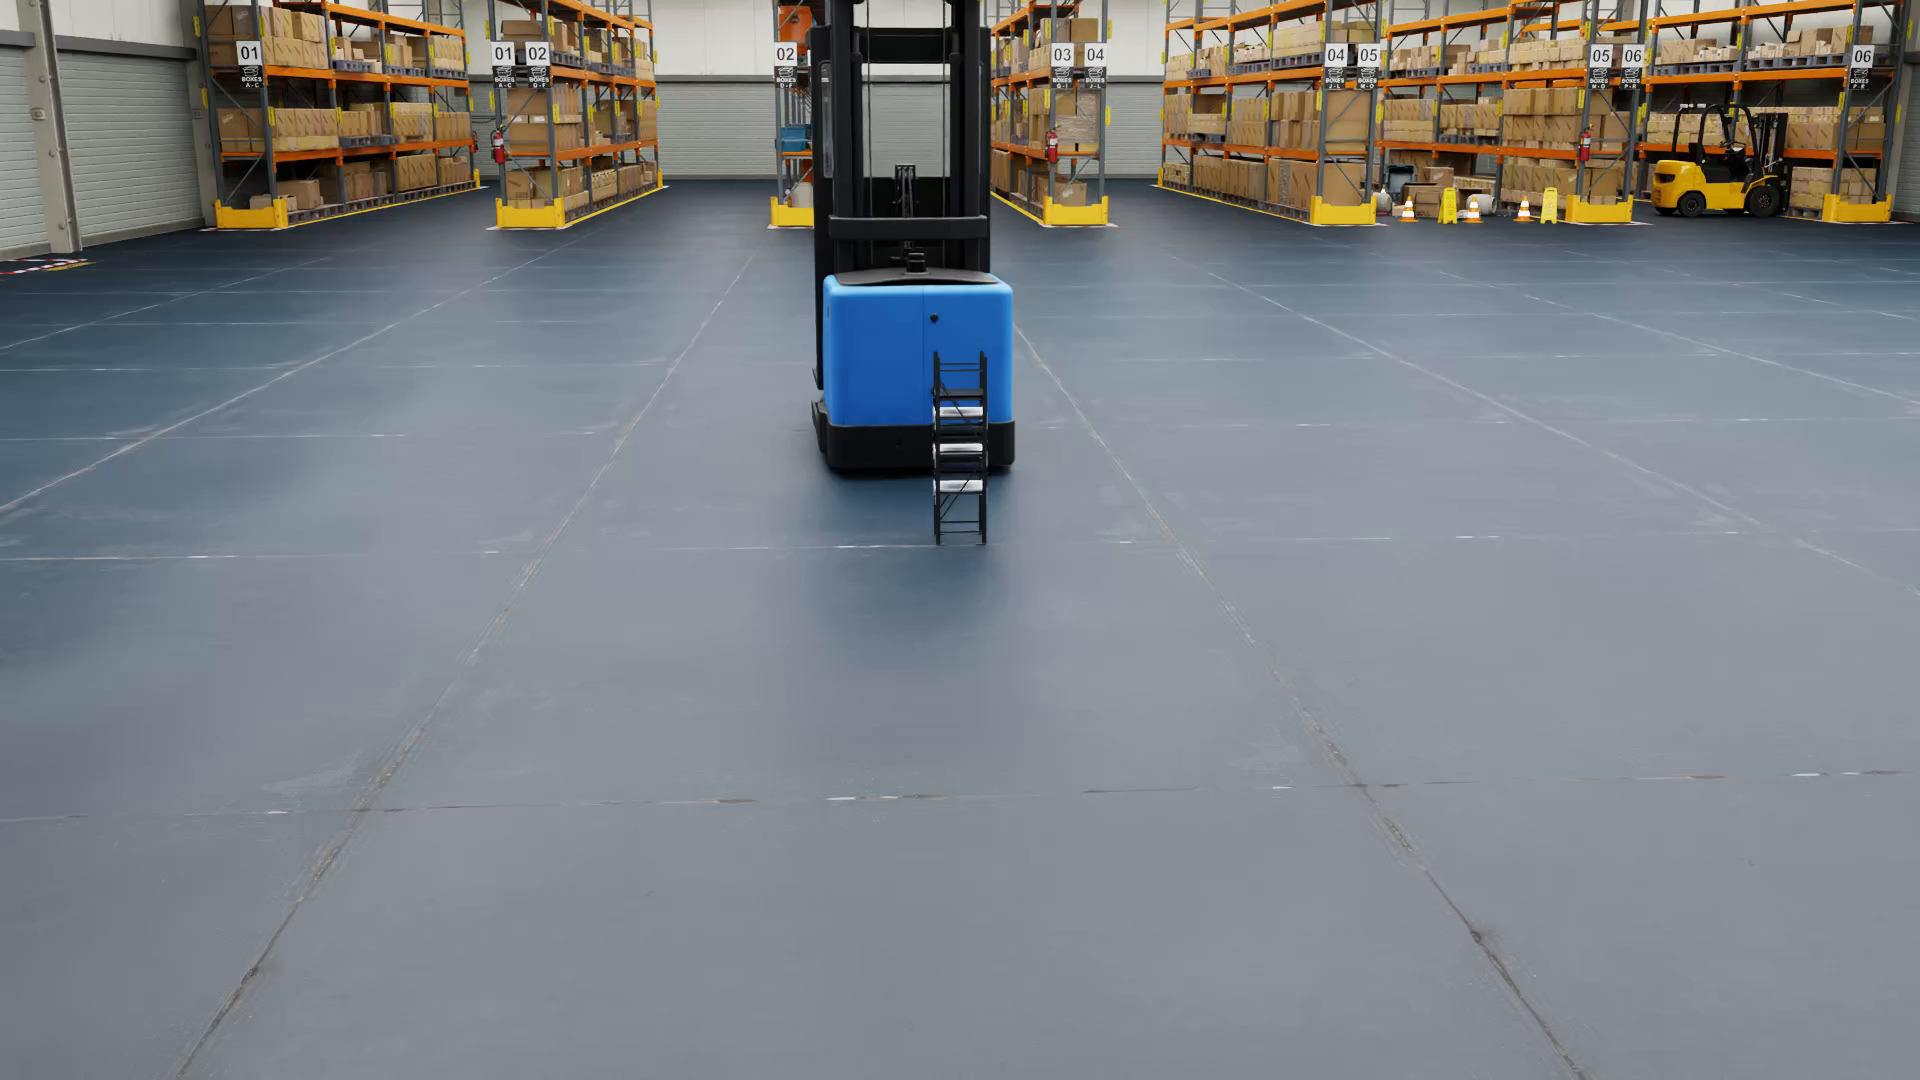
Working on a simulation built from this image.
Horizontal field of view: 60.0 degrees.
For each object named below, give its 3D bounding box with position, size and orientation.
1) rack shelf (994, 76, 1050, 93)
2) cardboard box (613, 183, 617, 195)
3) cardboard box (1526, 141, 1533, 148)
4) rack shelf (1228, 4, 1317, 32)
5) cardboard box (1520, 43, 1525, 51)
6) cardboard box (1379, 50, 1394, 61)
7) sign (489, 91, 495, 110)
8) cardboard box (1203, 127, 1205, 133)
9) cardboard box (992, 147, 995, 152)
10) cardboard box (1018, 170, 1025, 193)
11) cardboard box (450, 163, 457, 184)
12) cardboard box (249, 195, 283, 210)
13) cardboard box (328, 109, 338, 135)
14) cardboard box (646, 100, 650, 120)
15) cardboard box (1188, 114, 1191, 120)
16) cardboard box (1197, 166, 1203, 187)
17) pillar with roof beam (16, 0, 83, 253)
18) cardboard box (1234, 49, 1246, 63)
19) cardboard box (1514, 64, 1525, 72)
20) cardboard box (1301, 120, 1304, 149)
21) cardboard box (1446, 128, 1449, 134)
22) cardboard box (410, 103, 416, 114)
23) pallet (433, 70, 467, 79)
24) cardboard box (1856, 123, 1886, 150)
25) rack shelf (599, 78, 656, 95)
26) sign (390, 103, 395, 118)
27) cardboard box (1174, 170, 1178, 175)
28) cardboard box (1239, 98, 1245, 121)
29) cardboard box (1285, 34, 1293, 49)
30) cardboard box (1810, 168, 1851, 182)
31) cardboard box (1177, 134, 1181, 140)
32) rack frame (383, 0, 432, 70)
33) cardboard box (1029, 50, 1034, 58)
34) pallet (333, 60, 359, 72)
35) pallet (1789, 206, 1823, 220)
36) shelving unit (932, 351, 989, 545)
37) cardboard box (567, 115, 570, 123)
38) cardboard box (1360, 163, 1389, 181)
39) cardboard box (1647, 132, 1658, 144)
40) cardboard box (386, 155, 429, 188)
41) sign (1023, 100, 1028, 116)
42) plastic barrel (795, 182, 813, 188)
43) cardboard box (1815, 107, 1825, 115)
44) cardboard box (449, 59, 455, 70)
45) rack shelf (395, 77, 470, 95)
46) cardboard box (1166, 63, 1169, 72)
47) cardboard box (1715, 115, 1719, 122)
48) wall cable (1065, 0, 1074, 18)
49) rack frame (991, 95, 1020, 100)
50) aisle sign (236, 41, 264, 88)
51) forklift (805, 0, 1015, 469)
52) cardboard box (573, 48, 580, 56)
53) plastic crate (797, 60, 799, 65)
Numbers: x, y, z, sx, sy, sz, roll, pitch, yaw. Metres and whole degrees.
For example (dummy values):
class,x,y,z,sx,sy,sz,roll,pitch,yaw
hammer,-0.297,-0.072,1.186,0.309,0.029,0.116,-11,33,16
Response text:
class,x,y,z,sx,sy,sz,roll,pitch,yaw
rack shelf,1.517,-10.871,39.682,1.077,0.370,4.000,-1,14,-3
cardboard box,-7.970,-7.862,37.239,0.500,0.250,0.500,-1,14,-2
cardboard box,11.549,-7.904,33.232,0.380,0.149,0.250,-1,14,-3
rack shelf,6.722,-11.187,35.692,1.077,0.370,4.000,-1,14,-3
cardboard box,11.526,-9.931,33.490,0.380,0.149,0.250,-1,14,-5
cardboard box,11.169,-12.507,43.344,0.797,0.503,0.637,0,14,1
sign,-8.293,-7.798,29.517,0.100,0.325,0.005,-1,14,-3
cardboard box,6.034,-9.837,39.902,0.380,0.149,0.250,0,14,-2
cardboard box,1.321,-10.049,44.485,0.875,0.875,0.875,-1,14,-3
cardboard box,1.703,-8.106,37.643,0.700,0.500,0.500,-2,15,-6
cardboard box,-13.440,-9.468,42.978,0.700,0.500,0.500,-1,14,-2
cardboard box,-12.648,-6.135,30.363,0.500,0.311,0.500,-3,15,-10
cardboard box,-12.605,-8.233,32.760,0.500,0.500,0.500,-1,14,-4
cardboard box,-8.339,-11.151,43.139,0.500,0.500,0.500,0,14,-2
cardboard box,5.915,-10.580,41.596,0.380,0.149,0.250,0,14,-1
cardboard box,6.165,-8.989,41.117,0.500,0.500,0.500,0,14,-1
pillar with roof beam,-8.933,-8.691,23.745,9.100,9.000,0.400,-1,14,-3
cardboard box,6.423,-10.799,37.093,0.500,0.311,0.500,-1,14,-3
cardboard box,11.512,-9.611,33.846,0.380,0.149,0.250,-1,14,-3
cardboard box,7.060,-7.773,31.917,0.875,0.550,0.550,-1,14,-3
cardboard box,11.351,-9.350,38.006,0.380,0.149,0.250,-2,15,-7
cardboard box,-13.068,-10.107,38.946,0.500,0.250,0.500,-1,14,-5
pallet,-13.630,-12.255,43.795,1.003,0.211,1.213,-1,14,-3
cardboard box,17.228,-7.686,31.680,0.500,0.500,0.500,0,14,-2
rack shelf,-8.618,-11.714,42.958,1.077,0.370,4.000,-1,14,-3
sign,-12.649,-9.573,37.049,0.100,0.325,0.005,-1,14,-3
cardboard box,5.961,-9.885,44.705,0.380,0.149,0.250,-2,15,-6
cardboard box,6.648,-9.616,37.173,0.700,0.500,0.500,-1,14,-4
cardboard box,6.661,-9.725,32.445,0.500,0.250,0.500,-1,14,-4
cardboard box,16.642,-6.976,31.789,0.500,0.250,0.500,0,14,-2
cardboard box,5.930,-10.649,43.900,0.380,0.149,0.250,-1,14,-2
rack frame,-13.438,-12.940,40.261,1.000,3.000,0.127,-1,14,-3
cardboard box,1.601,-9.762,33.429,0.380,0.149,0.250,-1,14,-5
pallet,-12.875,-9.562,33.528,1.213,0.211,1.003,-1,14,-3
pallet,16.892,-6.350,32.281,1.003,0.211,1.213,-1,14,-3
shelving unit,0.000,-0.438,7.922,0.258,0.900,0.210,-1,14,-3
cardboard box,-7.671,-8.039,31.749,0.380,0.149,0.250,0,14,-2
cardboard box,11.242,-9.985,45.112,0.875,0.438,0.875,0,14,-2
cardboard box,16.270,-9.313,38.504,0.500,0.250,0.500,-1,14,-3
cardboard box,-13.210,-8.816,39.744,0.750,0.750,0.750,0,14,-2
sign,1.335,-8.826,33.986,0.100,0.325,0.005,-1,14,-3
plastic barrel,-2.955,-6.489,31.377,0.421,0.512,0.421,0,14,0
cardboard box,16.660,-8.228,31.888,0.380,0.149,0.250,-1,14,-2
cardboard box,-13.305,-12.225,42.757,0.500,0.250,0.500,-1,14,-5
rack shelf,-13.562,-11.637,42.657,1.077,0.370,4.000,-1,14,-3
cardboard box,5.871,-12.817,45.099,0.500,0.250,0.500,-1,14,-3
cardboard box,16.494,-9.075,35.775,0.380,0.149,0.250,-1,14,-3
wall cable,4.235,-17.182,50.290,2.277,5.999,0.120,-1,14,-3
rack frame,1.145,-11.259,45.766,1.000,3.000,0.127,-1,14,-3
aisle sign,-12.391,-8.296,29.033,0.394,0.787,0.004,-1,14,-3
forklift,-0.387,-2.135,10.442,1.130,2.935,3.031,-2,15,-7
cardboard box,-8.027,-9.859,33.765,0.500,0.250,0.500,1,14,2
plastic crate,-3.225,-9.118,31.457,0.392,0.384,0.575,-1,14,-3
